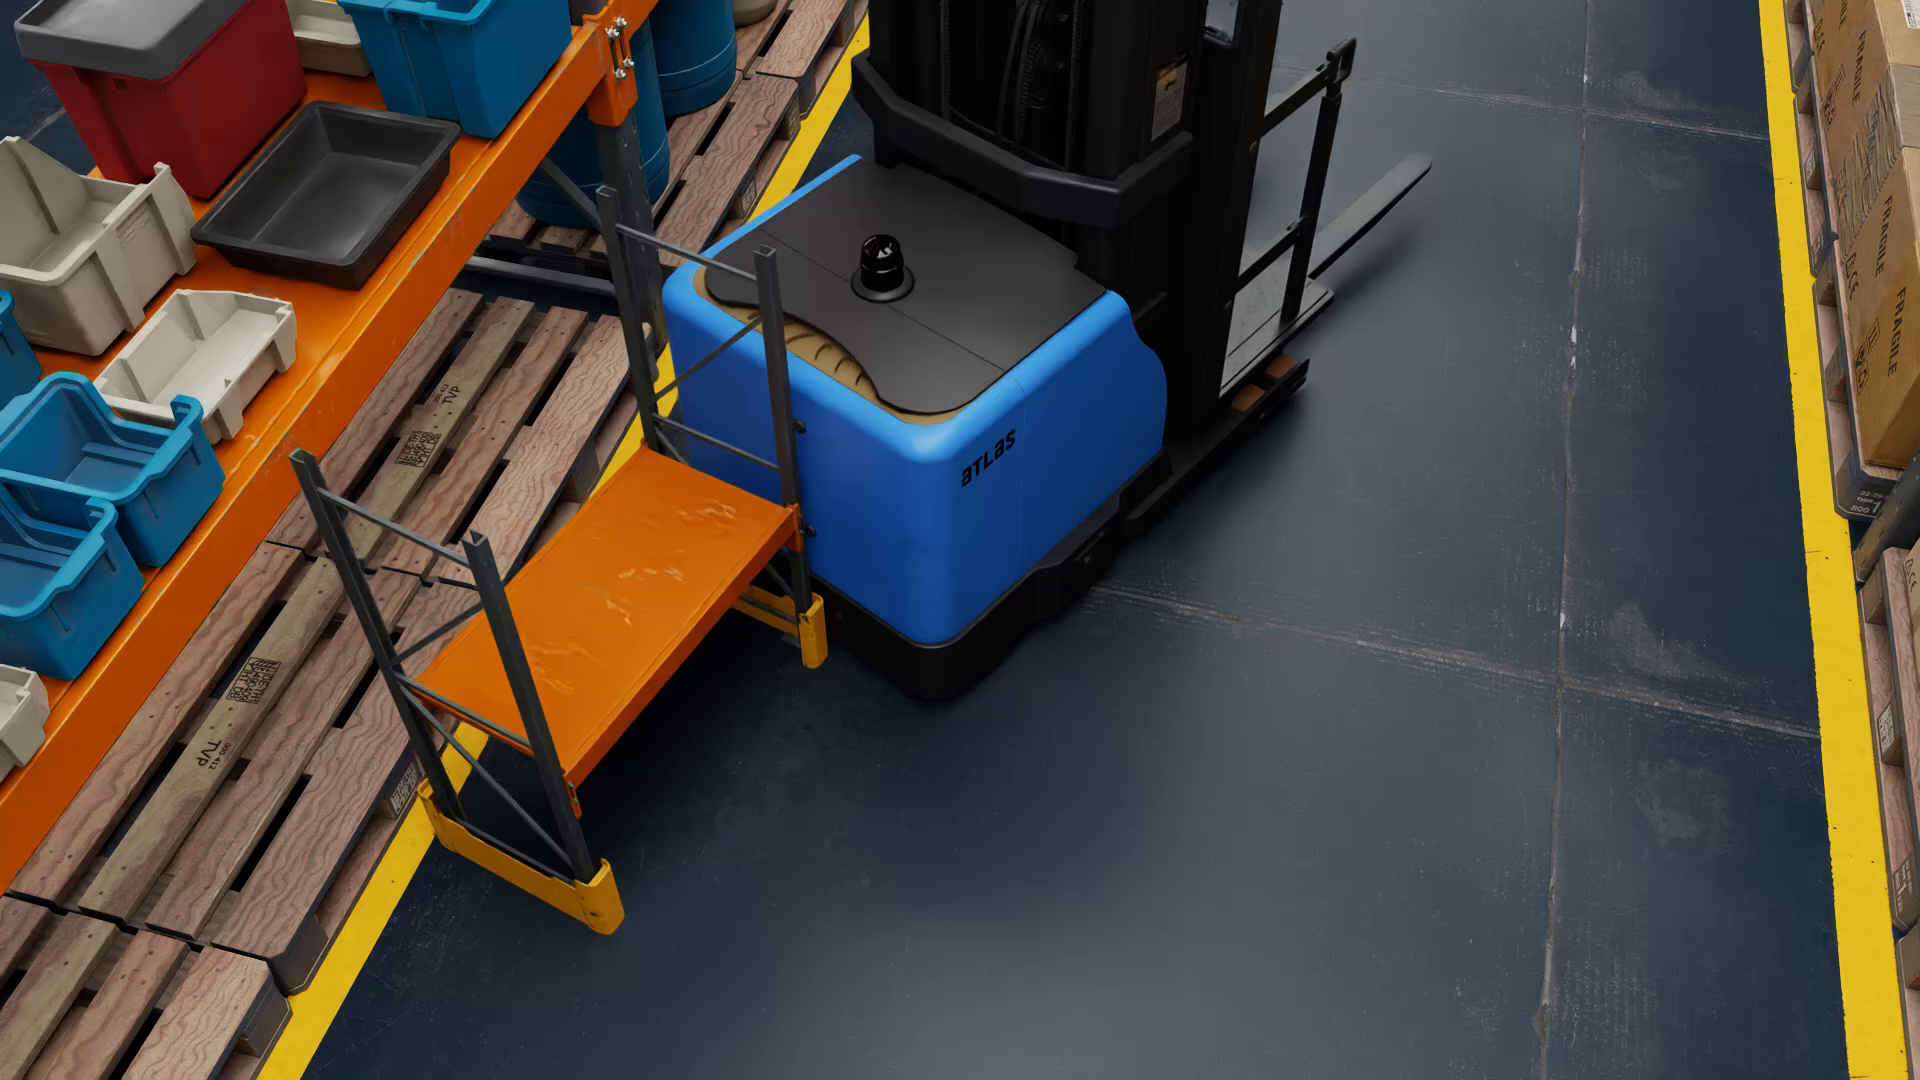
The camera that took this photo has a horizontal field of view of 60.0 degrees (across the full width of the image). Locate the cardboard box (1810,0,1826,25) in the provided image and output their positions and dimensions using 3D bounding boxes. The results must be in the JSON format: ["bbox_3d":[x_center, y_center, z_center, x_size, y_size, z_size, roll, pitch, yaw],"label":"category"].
[{"bbox_3d":[3.785,-2.363,6.709,0.500,0.500,0.500,10,49,9],"label":"cardboard box"}]

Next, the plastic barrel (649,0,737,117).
[{"bbox_3d":[-1.172,-2.131,6.250,0.600,0.901,0.708,12,50,10],"label":"plastic barrel"}]

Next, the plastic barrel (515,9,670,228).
[{"bbox_3d":[-1.358,-1.619,5.798,0.600,0.901,0.708,12,50,10],"label":"plastic barrel"}]

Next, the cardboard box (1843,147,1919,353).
[{"bbox_3d":[3.252,-0.892,5.410,0.500,0.500,0.500,12,50,10],"label":"cardboard box"}]

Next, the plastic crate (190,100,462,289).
[{"bbox_3d":[-1.553,-0.850,4.143,0.437,0.125,0.590,12,50,10],"label":"plastic crate"}]

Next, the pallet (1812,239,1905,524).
[{"bbox_3d":[3.438,-0.477,5.530,1.003,0.211,1.213,12,50,10],"label":"pallet"}]

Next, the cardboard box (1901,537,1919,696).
[{"bbox_3d":[2.941,0.201,4.572,0.500,0.311,0.500,12,50,10],"label":"cardboard box"}]

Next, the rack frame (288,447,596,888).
[{"bbox_3d":[-1.150,0.407,3.890,0.500,1.500,0.032,23,52,19],"label":"rack frame"}]

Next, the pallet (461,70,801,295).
[{"bbox_3d":[-1.274,-1.411,6.355,1.003,0.211,1.213,12,50,10],"label":"pallet"}]

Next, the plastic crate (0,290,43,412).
[{"bbox_3d":[-2.277,-0.391,3.666,0.416,0.233,0.300,12,50,10],"label":"plastic crate"}]

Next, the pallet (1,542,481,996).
[{"bbox_3d":[-1.993,0.563,4.612,1.003,0.211,1.213,12,50,10],"label":"pallet"}]

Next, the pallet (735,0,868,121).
[{"bbox_3d":[-0.955,-2.297,7.136,1.003,0.211,1.213,12,50,10],"label":"pallet"}]

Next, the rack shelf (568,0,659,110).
[{"bbox_3d":[-0.991,-2.993,6.370,1.077,0.370,4.000,12,50,10],"label":"rack shelf"}]

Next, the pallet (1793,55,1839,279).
[{"bbox_3d":[3.757,-1.362,6.312,1.003,0.211,1.213,12,50,10],"label":"pallet"}]

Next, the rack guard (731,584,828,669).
[{"bbox_3d":[-0.660,0.169,4.934,0.587,0.250,0.087,23,52,19],"label":"rack guard"}]

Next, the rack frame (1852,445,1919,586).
[{"bbox_3d":[3.260,-0.804,3.959,1.000,3.000,0.127,12,50,10],"label":"rack frame"}]

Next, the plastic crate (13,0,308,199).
[{"bbox_3d":[-1.995,-1.229,4.251,0.402,0.464,0.583,12,50,10],"label":"plastic crate"}]

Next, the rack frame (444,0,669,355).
[{"bbox_3d":[-1.518,-1.784,4.824,1.000,3.000,0.127,12,50,10],"label":"rack frame"}]

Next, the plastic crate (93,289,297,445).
[{"bbox_3d":[-1.686,-0.398,3.736,0.293,0.136,0.466,12,50,10],"label":"plastic crate"}]

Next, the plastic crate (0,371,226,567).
[{"bbox_3d":[-1.762,-0.138,3.443,0.416,0.233,0.300,12,50,10],"label":"plastic crate"}]

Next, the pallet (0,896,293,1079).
[{"bbox_3d":[-2.316,1.443,3.836,1.003,0.211,1.213,12,50,10],"label":"pallet"}]

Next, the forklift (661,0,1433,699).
[{"bbox_3d":[0.525,-1.550,4.663,1.130,2.935,3.031,33,56,26],"label":"forklift"}]

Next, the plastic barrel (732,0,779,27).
[{"bbox_3d":[-0.937,-2.393,6.741,0.421,0.512,0.421,0,49,0],"label":"plastic barrel"}]

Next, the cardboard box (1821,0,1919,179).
[{"bbox_3d":[3.516,-1.623,6.055,0.500,0.500,0.500,10,49,9],"label":"cardboard box"}]

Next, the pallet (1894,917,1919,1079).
[{"bbox_3d":[2.759,1.501,3.785,1.003,0.211,1.213,12,50,10],"label":"pallet"}]

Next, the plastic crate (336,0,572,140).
[{"bbox_3d":[-1.311,-1.394,4.450,0.392,0.384,0.575,12,50,10],"label":"plastic crate"}]

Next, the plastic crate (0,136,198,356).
[{"bbox_3d":[-2.097,-0.697,3.903,0.437,0.282,0.530,12,50,10],"label":"plastic crate"}]

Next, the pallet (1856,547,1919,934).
[{"bbox_3d":[3.078,0.615,4.566,1.003,0.211,1.213,12,50,10],"label":"pallet"}]

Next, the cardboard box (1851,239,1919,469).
[{"bbox_3d":[3.114,-0.536,5.096,0.500,0.500,0.500,11,50,10],"label":"cardboard box"}]

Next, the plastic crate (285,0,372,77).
[{"bbox_3d":[-1.778,-1.408,4.628,0.396,0.136,0.243,12,50,10],"label":"plastic crate"}]

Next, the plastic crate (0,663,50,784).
[{"bbox_3d":[-1.845,0.357,3.070,0.250,0.136,0.298,12,50,10],"label":"plastic crate"}]

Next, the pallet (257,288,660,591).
[{"bbox_3d":[-1.674,-0.322,5.393,1.003,0.211,1.213,12,50,10],"label":"pallet"}]

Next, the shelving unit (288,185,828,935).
[{"bbox_3d":[-0.905,0.081,4.178,0.587,1.500,1.083,23,52,19],"label":"shelving unit"}]

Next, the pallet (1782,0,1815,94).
[{"bbox_3d":[4.080,-2.242,7.088,1.003,0.211,1.213,12,50,10],"label":"pallet"}]

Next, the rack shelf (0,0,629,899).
[{"bbox_3d":[-2.044,-0.099,3.817,1.077,0.370,4.000,12,50,10],"label":"rack shelf"}]

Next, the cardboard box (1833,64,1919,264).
[{"bbox_3d":[3.384,-1.254,5.730,0.500,0.500,0.500,12,50,11],"label":"cardboard box"}]

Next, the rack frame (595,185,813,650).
[{"bbox_3d":[-0.651,-0.257,4.476,0.500,1.500,0.032,23,52,19],"label":"rack frame"}]

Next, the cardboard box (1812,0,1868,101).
[{"bbox_3d":[3.648,-2.001,6.389,0.500,0.500,0.500,11,49,10],"label":"cardboard box"}]

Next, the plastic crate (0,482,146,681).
[{"bbox_3d":[-1.841,0.079,3.252,0.416,0.233,0.300,12,50,10],"label":"plastic crate"}]

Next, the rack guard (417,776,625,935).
[{"bbox_3d":[-1.150,0.820,4.360,0.587,0.250,0.087,23,52,19],"label":"rack guard"}]

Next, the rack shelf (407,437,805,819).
[{"bbox_3d":[-0.900,0.194,4.318,0.538,0.185,1.000,23,52,19],"label":"rack shelf"}]
